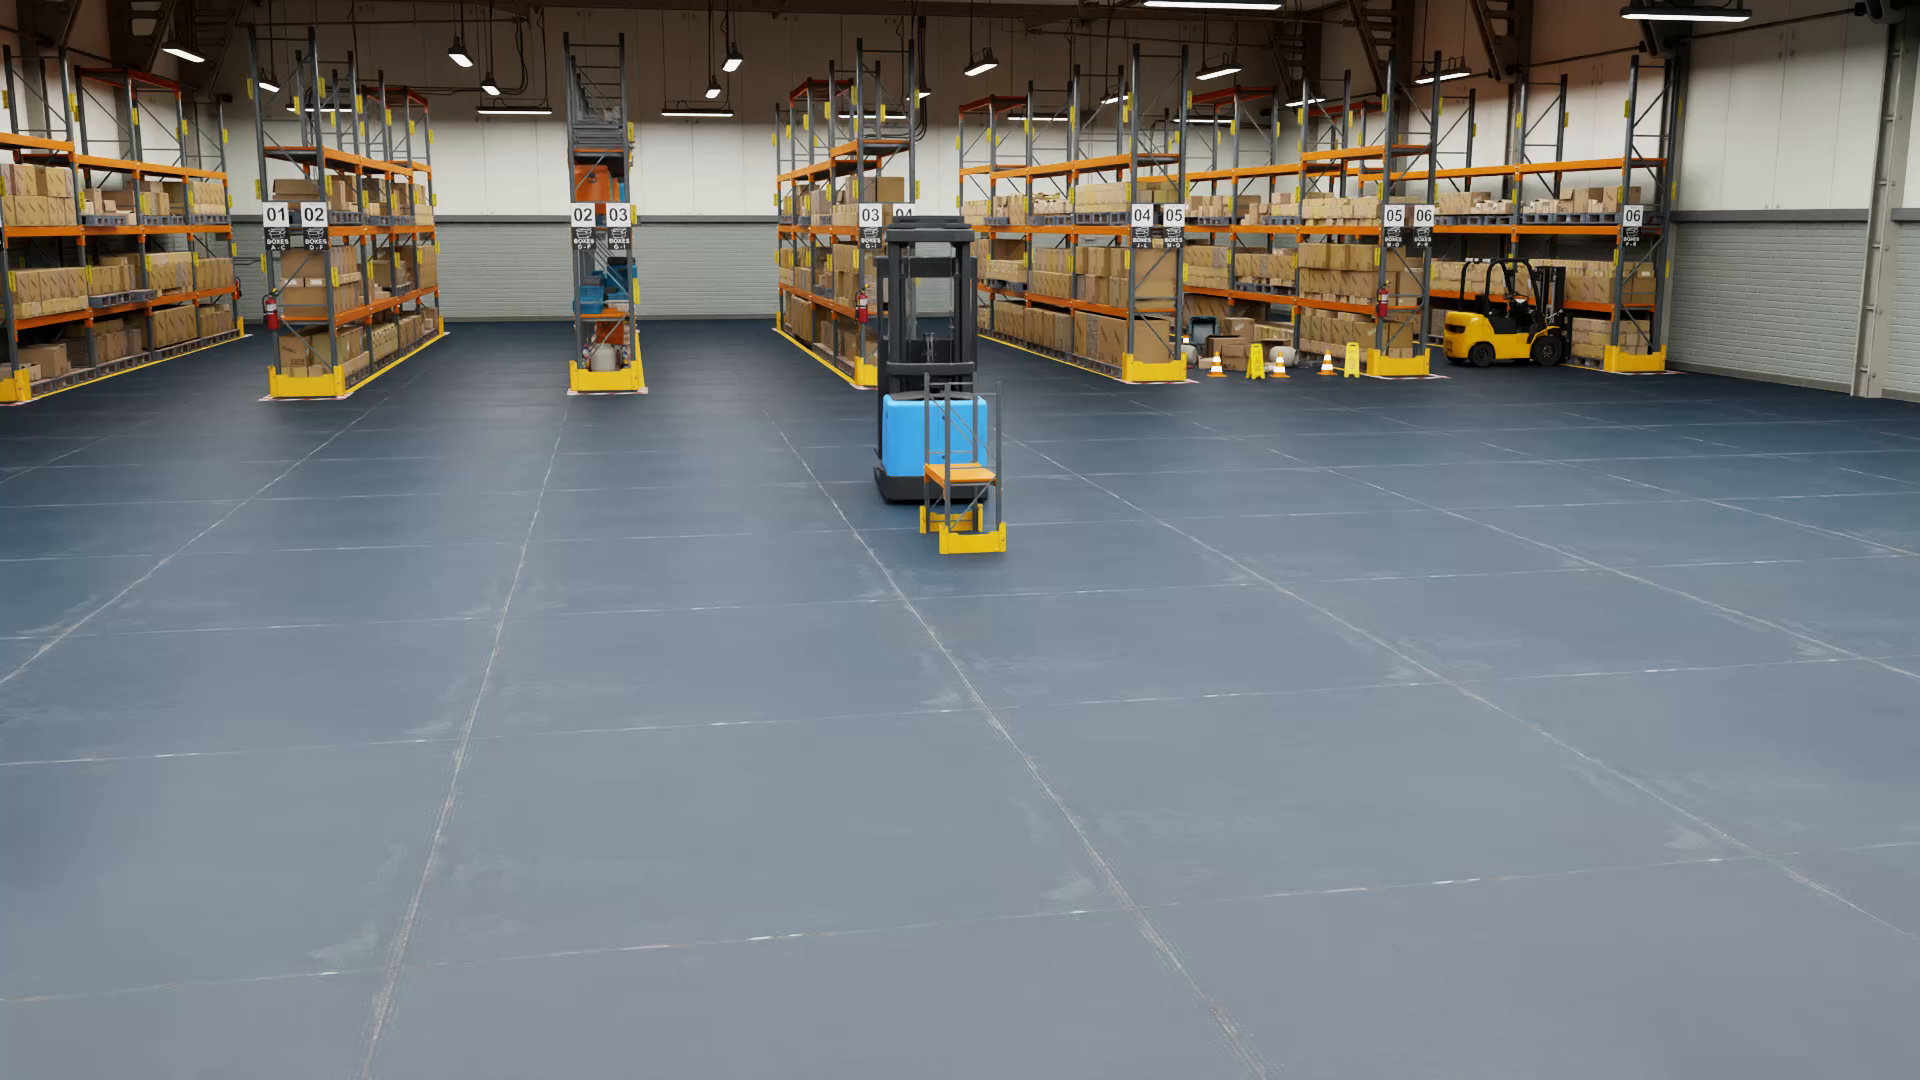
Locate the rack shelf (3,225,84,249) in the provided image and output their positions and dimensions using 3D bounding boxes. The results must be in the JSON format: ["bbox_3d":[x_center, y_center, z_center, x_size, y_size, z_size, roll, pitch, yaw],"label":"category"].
[{"bbox_3d":[-16.259,-5.227,28.591,1.077,0.370,4.000,-2,11,-11],"label":"rack shelf"}]

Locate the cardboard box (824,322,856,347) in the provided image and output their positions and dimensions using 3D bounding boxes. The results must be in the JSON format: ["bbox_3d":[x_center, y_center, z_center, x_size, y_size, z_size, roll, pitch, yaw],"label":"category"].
[{"bbox_3d":[-2.579,-4.512,36.444,0.700,0.500,0.500,-3,11,-16],"label":"cardboard box"}]

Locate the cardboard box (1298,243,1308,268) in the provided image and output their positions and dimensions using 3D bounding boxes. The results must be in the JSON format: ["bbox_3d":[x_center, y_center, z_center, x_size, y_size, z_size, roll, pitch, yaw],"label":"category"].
[{"bbox_3d":[7.522,-5.972,34.868,0.700,0.500,0.500,-2,11,-12],"label":"cardboard box"}]

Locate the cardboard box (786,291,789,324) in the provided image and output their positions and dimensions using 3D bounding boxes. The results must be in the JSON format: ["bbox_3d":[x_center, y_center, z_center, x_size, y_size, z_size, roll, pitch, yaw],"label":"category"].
[{"bbox_3d":[-4.203,-6.263,44.692,0.875,0.875,0.875,-2,11,-11],"label":"cardboard box"}]

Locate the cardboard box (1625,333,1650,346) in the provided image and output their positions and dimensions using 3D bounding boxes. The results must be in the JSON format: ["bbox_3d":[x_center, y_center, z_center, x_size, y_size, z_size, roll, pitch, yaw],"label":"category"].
[{"bbox_3d":[13.408,-4.017,33.225,0.500,0.250,0.500,-2,11,-10],"label":"cardboard box"}]

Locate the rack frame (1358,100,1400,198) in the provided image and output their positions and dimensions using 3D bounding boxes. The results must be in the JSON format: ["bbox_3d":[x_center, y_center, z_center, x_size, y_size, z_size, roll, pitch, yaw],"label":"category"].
[{"bbox_3d":[10.961,-9.970,43.564,1.000,3.000,0.127,-2,11,-11],"label":"rack frame"}]

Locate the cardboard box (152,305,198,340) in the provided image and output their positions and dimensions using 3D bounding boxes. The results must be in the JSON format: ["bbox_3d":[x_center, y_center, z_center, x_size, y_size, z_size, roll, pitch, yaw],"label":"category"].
[{"bbox_3d":[-17.950,-4.977,38.000,0.750,0.750,0.750,-2,11,-10],"label":"cardboard box"}]

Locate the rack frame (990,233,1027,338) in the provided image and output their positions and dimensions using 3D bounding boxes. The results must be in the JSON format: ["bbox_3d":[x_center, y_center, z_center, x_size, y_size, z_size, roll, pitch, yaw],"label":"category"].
[{"bbox_3d":[1.257,-6.643,42.130,1.000,3.000,0.127,-2,11,-11],"label":"rack frame"}]

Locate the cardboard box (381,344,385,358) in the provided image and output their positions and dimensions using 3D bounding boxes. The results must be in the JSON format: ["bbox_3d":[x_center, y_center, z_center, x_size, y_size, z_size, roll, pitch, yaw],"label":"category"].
[{"bbox_3d":[-11.827,-3.782,33.327,0.500,0.250,0.500,-2,11,-13],"label":"cardboard box"}]

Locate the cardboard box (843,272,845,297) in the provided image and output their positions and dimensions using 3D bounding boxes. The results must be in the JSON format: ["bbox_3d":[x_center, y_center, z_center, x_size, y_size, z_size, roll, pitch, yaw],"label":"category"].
[{"bbox_3d":[-1.786,-4.943,32.137,0.875,0.500,0.500,-2,11,-11],"label":"cardboard box"}]

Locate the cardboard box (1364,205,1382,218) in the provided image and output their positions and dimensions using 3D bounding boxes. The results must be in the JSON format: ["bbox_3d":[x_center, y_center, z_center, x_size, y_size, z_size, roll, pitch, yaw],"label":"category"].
[{"bbox_3d":[8.063,-6.271,31.757,0.500,0.250,0.500,-2,11,-12],"label":"cardboard box"}]

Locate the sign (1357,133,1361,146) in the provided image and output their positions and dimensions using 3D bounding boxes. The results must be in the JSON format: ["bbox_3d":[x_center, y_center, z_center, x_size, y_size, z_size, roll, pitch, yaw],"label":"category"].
[{"bbox_3d":[10.425,-10.451,43.383,0.100,0.325,0.005,-2,11,-11],"label":"sign"}]

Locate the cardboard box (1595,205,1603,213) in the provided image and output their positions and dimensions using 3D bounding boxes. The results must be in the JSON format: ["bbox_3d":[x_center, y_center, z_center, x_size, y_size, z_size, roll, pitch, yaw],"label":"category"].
[{"bbox_3d":[12.836,-6.568,32.996,0.380,0.149,0.250,-2,11,-13],"label":"cardboard box"}]

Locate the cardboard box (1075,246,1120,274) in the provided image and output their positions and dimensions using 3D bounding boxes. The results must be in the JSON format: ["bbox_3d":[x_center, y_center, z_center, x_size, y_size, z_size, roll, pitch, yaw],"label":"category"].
[{"bbox_3d":[2.851,-5.711,33.944,0.875,0.550,0.550,-2,11,-11],"label":"cardboard box"}]

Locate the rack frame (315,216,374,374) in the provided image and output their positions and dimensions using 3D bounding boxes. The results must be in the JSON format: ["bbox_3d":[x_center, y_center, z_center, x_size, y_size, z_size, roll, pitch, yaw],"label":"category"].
[{"bbox_3d":[-11.790,-4.654,31.681,1.000,3.000,0.127,-2,11,-11],"label":"rack frame"}]

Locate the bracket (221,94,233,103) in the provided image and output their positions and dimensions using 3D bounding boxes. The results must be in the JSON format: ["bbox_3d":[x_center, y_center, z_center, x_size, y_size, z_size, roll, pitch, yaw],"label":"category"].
[{"bbox_3d":[-20.549,-12.377,46.585,0.235,0.232,0.430,-2,11,-11],"label":"bracket"}]

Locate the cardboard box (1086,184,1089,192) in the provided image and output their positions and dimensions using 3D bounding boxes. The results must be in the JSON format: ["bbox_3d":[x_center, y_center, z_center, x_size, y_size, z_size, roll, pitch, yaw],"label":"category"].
[{"bbox_3d":[2.700,-6.954,32.891,0.380,0.149,0.250,-2,11,-12],"label":"cardboard box"}]

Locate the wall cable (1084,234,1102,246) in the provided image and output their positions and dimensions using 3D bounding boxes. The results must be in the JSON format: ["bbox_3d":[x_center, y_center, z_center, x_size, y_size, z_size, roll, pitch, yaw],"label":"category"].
[{"bbox_3d":[4.196,-9.123,52.358,0.585,1.953,0.123,-2,11,-11],"label":"wall cable"}]

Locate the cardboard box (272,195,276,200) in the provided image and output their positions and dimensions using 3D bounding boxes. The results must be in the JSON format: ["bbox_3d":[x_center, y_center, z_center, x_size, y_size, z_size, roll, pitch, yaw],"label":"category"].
[{"bbox_3d":[-11.494,-5.797,28.567,0.500,0.250,0.500,-2,11,-11],"label":"cardboard box"}]

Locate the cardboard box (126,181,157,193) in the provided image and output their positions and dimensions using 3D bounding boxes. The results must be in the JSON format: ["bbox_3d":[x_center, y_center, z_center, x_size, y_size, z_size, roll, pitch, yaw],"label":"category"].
[{"bbox_3d":[-18.039,-7.781,36.637,0.500,0.250,0.500,-2,11,-13],"label":"cardboard box"}]

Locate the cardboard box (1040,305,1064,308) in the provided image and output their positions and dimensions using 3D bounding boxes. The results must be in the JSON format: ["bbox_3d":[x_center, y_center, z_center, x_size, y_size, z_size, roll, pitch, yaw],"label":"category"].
[{"bbox_3d":[2.139,-5.391,39.110,0.500,0.250,0.500,-3,11,-14],"label":"cardboard box"}]

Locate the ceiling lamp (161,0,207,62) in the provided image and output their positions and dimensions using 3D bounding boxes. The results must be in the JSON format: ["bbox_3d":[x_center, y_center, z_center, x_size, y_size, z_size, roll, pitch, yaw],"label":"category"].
[{"bbox_3d":[-13.869,-10.365,30.031,0.800,3.185,2.000,-2,11,-11],"label":"ceiling lamp"}]

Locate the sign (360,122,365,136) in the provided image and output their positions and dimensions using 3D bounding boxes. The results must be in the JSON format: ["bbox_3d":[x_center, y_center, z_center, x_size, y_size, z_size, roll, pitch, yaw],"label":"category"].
[{"bbox_3d":[-13.881,-9.550,38.649,0.100,0.325,0.005,-2,11,-11],"label":"sign"}]

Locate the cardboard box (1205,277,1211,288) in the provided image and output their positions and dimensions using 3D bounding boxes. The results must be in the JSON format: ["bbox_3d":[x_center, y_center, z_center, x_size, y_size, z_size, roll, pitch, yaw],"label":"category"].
[{"bbox_3d":[6.321,-6.304,40.748,0.500,0.250,0.500,-2,11,-12],"label":"cardboard box"}]

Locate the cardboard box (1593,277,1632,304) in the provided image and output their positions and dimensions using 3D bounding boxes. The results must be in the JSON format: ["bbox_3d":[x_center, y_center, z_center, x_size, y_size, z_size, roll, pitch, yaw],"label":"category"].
[{"bbox_3d":[12.942,-4.952,32.976,0.500,0.500,0.500,-2,11,-12],"label":"cardboard box"}]

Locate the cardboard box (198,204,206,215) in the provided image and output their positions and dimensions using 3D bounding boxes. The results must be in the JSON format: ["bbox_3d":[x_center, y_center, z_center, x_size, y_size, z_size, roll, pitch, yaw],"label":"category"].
[{"bbox_3d":[-18.165,-7.826,39.335,0.500,0.250,0.500,-2,11,-12],"label":"cardboard box"}]

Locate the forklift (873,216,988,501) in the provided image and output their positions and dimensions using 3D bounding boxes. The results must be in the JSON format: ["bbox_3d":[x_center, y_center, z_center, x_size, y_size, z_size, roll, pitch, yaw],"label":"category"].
[{"bbox_3d":[-0.382,-2.071,18.292,1.130,2.935,3.031,-1,11,-6],"label":"forklift"}]

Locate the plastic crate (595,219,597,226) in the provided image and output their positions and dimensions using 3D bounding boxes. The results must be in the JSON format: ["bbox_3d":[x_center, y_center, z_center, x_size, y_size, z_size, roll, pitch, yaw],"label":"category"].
[{"bbox_3d":[-6.890,-5.904,30.791,0.336,0.188,0.450,-2,11,-11],"label":"plastic crate"}]

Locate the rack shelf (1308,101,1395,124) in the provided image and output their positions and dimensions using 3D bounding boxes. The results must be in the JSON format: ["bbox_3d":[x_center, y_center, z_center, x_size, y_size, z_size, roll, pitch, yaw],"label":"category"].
[{"bbox_3d":[10.572,-11.616,45.247,1.077,0.370,4.000,-2,11,-11],"label":"rack shelf"}]

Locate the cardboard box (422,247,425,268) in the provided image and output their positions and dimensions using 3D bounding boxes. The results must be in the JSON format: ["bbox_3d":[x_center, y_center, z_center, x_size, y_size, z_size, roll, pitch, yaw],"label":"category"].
[{"bbox_3d":[-13.262,-6.853,40.292,0.500,0.500,0.500,-2,11,-13],"label":"cardboard box"}]

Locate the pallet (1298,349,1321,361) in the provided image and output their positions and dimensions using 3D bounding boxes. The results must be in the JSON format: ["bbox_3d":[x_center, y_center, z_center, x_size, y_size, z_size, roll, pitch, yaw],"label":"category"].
[{"bbox_3d":[7.814,-3.883,35.084,1.003,0.211,1.213,-2,11,-11],"label":"pallet"}]

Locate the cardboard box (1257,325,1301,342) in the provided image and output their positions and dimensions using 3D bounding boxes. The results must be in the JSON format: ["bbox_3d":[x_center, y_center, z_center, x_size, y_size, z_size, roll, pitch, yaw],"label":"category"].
[{"bbox_3d":[7.265,-4.645,37.537,0.950,0.372,0.625,-2,11,-9],"label":"cardboard box"}]

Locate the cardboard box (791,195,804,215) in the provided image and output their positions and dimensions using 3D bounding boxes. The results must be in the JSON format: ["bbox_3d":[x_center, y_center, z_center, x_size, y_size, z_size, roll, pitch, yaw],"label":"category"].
[{"bbox_3d":[-3.839,-8.401,41.683,0.700,0.500,0.500,-3,11,-14],"label":"cardboard box"}]

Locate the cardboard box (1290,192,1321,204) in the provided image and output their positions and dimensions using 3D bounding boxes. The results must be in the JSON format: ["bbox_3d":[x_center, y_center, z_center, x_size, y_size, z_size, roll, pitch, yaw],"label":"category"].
[{"bbox_3d":[7.411,-7.328,35.646,0.500,0.250,0.500,-2,11,-10],"label":"cardboard box"}]

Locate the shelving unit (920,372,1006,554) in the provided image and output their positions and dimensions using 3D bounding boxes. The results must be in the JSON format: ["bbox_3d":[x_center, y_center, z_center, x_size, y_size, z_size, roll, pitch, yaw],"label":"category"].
[{"bbox_3d":[0.015,-0.723,15.036,0.587,1.500,1.083,-2,11,-11],"label":"shelving unit"}]

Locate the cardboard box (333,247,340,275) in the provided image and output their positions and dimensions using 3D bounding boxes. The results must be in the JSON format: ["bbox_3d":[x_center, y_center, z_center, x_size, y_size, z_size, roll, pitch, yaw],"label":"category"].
[{"bbox_3d":[-11.307,-4.892,29.191,0.700,0.500,0.500,-2,11,-11],"label":"cardboard box"}]

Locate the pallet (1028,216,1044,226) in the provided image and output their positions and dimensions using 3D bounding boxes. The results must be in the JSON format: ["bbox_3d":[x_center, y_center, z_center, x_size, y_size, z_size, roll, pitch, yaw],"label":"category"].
[{"bbox_3d":[2.213,-7.174,37.402,1.213,0.211,1.003,-2,11,-8],"label":"pallet"}]

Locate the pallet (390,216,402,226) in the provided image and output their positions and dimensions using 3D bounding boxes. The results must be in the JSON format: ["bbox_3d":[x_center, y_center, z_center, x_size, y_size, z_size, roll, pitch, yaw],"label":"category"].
[{"bbox_3d":[-12.348,-6.648,34.636,1.213,0.211,1.003,-2,11,-8],"label":"pallet"}]

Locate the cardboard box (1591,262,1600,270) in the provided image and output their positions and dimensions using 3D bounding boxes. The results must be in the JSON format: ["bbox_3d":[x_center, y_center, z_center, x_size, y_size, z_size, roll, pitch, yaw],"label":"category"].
[{"bbox_3d":[12.863,-5.485,33.247,0.380,0.149,0.250,-2,11,-10],"label":"cardboard box"}]

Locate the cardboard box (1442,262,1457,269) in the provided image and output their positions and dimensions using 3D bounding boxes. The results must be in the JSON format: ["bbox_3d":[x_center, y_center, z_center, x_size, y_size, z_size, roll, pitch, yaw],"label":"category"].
[{"bbox_3d":[11.641,-6.493,39.337,0.380,0.149,0.250,-2,11,-9],"label":"cardboard box"}]

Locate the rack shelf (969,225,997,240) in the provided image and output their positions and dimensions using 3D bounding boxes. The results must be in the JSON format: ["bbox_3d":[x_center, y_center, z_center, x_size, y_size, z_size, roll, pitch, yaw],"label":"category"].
[{"bbox_3d":[0.868,-8.130,43.844,1.077,0.370,4.000,-2,11,-11],"label":"rack shelf"}]

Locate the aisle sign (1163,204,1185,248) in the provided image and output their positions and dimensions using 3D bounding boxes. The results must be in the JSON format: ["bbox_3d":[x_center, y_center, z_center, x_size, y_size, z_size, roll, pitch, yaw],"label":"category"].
[{"bbox_3d":[3.899,-5.717,30.312,0.394,0.787,0.004,-2,11,-11],"label":"aisle sign"}]

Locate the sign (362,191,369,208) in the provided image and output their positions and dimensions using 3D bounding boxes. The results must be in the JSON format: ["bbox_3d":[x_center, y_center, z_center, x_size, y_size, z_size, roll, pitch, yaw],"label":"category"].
[{"bbox_3d":[-11.245,-6.441,31.453,0.100,0.325,0.005,-2,11,-11],"label":"sign"}]

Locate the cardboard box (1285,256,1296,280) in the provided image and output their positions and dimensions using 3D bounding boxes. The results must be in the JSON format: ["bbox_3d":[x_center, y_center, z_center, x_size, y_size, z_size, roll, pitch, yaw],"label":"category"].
[{"bbox_3d":[7.334,-5.852,35.789,0.500,0.500,0.500,-2,11,-12],"label":"cardboard box"}]

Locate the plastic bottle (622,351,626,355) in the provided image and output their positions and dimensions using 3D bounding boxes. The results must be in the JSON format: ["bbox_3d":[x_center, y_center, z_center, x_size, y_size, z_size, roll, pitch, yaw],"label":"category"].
[{"bbox_3d":[-6.325,-3.438,31.412,0.097,0.271,0.097,0,11,0],"label":"plastic bottle"}]

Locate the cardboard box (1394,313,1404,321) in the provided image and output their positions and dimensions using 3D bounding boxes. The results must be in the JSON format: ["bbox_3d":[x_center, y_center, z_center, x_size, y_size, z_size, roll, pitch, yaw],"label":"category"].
[{"bbox_3d":[11.255,-5.525,41.819,0.500,0.500,0.500,-2,11,-9],"label":"cardboard box"}]

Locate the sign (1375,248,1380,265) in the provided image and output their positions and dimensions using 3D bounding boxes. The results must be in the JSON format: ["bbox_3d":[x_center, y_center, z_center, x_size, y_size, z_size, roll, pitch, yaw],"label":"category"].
[{"bbox_3d":[7.879,-5.348,31.385,0.100,0.325,0.005,-2,11,-11],"label":"sign"}]

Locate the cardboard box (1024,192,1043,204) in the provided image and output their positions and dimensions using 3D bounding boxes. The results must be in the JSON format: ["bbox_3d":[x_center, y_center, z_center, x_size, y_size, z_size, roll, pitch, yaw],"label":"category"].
[{"bbox_3d":[1.702,-7.873,38.254,0.396,0.266,0.258,-2,11,-11],"label":"cardboard box"}]

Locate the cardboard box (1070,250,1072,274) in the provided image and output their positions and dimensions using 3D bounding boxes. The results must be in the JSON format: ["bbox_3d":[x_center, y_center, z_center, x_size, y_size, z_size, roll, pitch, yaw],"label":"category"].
[{"bbox_3d":[2.711,-5.807,34.795,0.700,0.500,0.500,-2,11,-12],"label":"cardboard box"}]

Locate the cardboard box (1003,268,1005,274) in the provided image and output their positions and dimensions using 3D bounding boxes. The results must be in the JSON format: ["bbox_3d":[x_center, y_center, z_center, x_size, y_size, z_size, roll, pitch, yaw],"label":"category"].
[{"bbox_3d":[1.240,-6.449,39.863,0.380,0.149,0.250,-2,11,-10],"label":"cardboard box"}]

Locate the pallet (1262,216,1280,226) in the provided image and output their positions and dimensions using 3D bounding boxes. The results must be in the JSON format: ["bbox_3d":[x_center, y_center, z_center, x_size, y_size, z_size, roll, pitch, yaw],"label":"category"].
[{"bbox_3d":[7.429,-7.063,36.815,1.213,0.211,1.003,-2,11,-11],"label":"pallet"}]

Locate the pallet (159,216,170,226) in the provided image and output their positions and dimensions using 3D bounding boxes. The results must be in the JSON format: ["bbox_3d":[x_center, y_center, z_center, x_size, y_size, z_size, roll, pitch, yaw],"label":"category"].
[{"bbox_3d":[-17.824,-6.909,36.010,1.003,0.211,1.213,-2,11,-8],"label":"pallet"}]

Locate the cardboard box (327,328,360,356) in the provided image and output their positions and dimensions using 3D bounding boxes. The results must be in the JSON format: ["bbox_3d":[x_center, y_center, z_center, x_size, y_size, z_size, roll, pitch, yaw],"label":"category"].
[{"bbox_3d":[-11.298,-3.617,30.459,0.500,0.500,0.500,-2,11,-11],"label":"cardboard box"}]

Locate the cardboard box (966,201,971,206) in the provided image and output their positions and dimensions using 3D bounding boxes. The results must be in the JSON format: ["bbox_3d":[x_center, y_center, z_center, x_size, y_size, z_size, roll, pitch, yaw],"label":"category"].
[{"bbox_3d":[0.379,-9.006,44.519,0.380,0.149,0.250,-2,11,-10],"label":"cardboard box"}]

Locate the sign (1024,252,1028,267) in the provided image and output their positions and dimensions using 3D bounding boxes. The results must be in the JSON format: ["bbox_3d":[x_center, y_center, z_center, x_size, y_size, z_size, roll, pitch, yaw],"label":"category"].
[{"bbox_3d":[1.505,-6.418,38.062,0.100,0.325,0.005,-2,11,-11],"label":"sign"}]
